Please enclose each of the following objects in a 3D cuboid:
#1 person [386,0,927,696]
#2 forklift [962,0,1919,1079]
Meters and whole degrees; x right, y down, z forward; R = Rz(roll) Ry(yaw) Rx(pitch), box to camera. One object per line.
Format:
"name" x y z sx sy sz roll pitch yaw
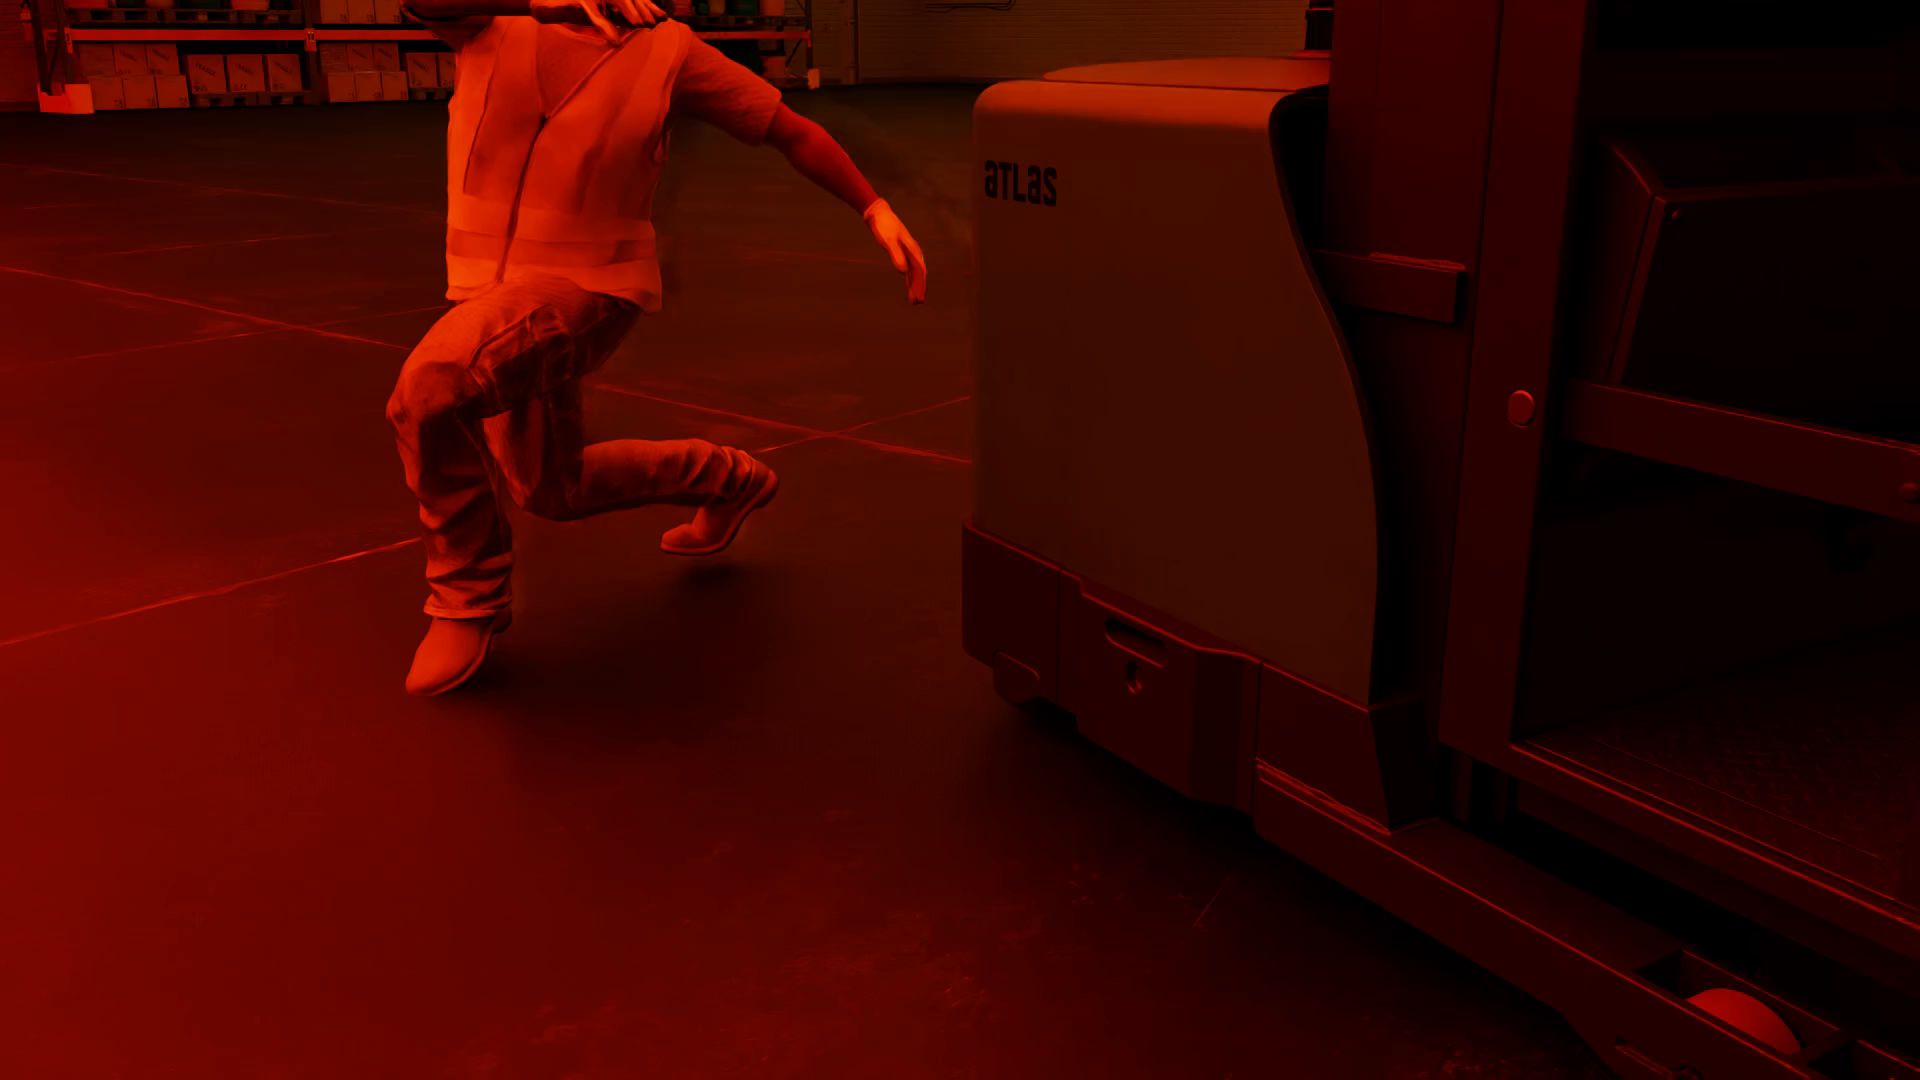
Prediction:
"person" -0.601 -0.528 3.151 0.843 1.513 0.993 8 18 23
"forklift" 1.203 -0.854 1.710 1.130 2.935 3.031 -10 20 -30
